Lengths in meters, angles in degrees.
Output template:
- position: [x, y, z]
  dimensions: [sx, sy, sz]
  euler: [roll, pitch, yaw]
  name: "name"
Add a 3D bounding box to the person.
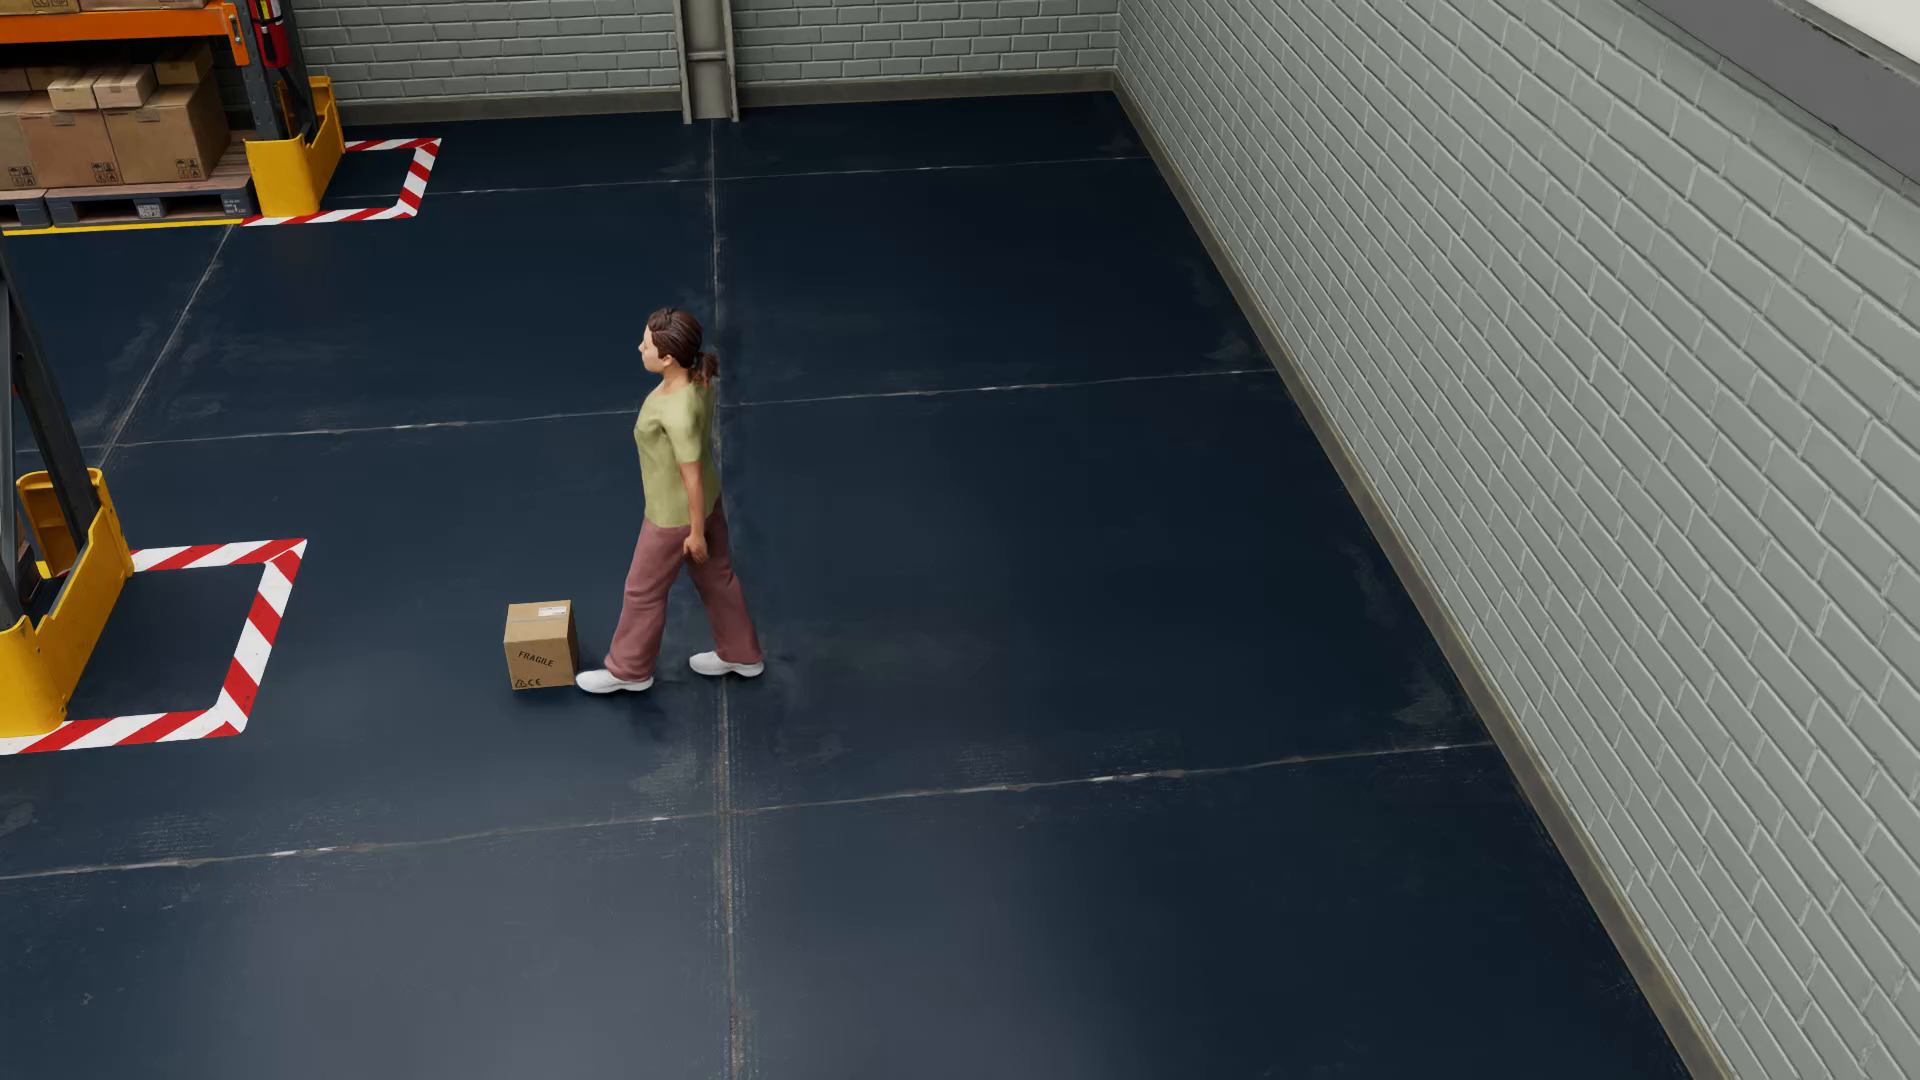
- position: [-1.167, -0.135, 6.331]
  dimensions: [0.735, 1.652, 0.447]
  euler: [3, 35, 5]
  name: "person"
